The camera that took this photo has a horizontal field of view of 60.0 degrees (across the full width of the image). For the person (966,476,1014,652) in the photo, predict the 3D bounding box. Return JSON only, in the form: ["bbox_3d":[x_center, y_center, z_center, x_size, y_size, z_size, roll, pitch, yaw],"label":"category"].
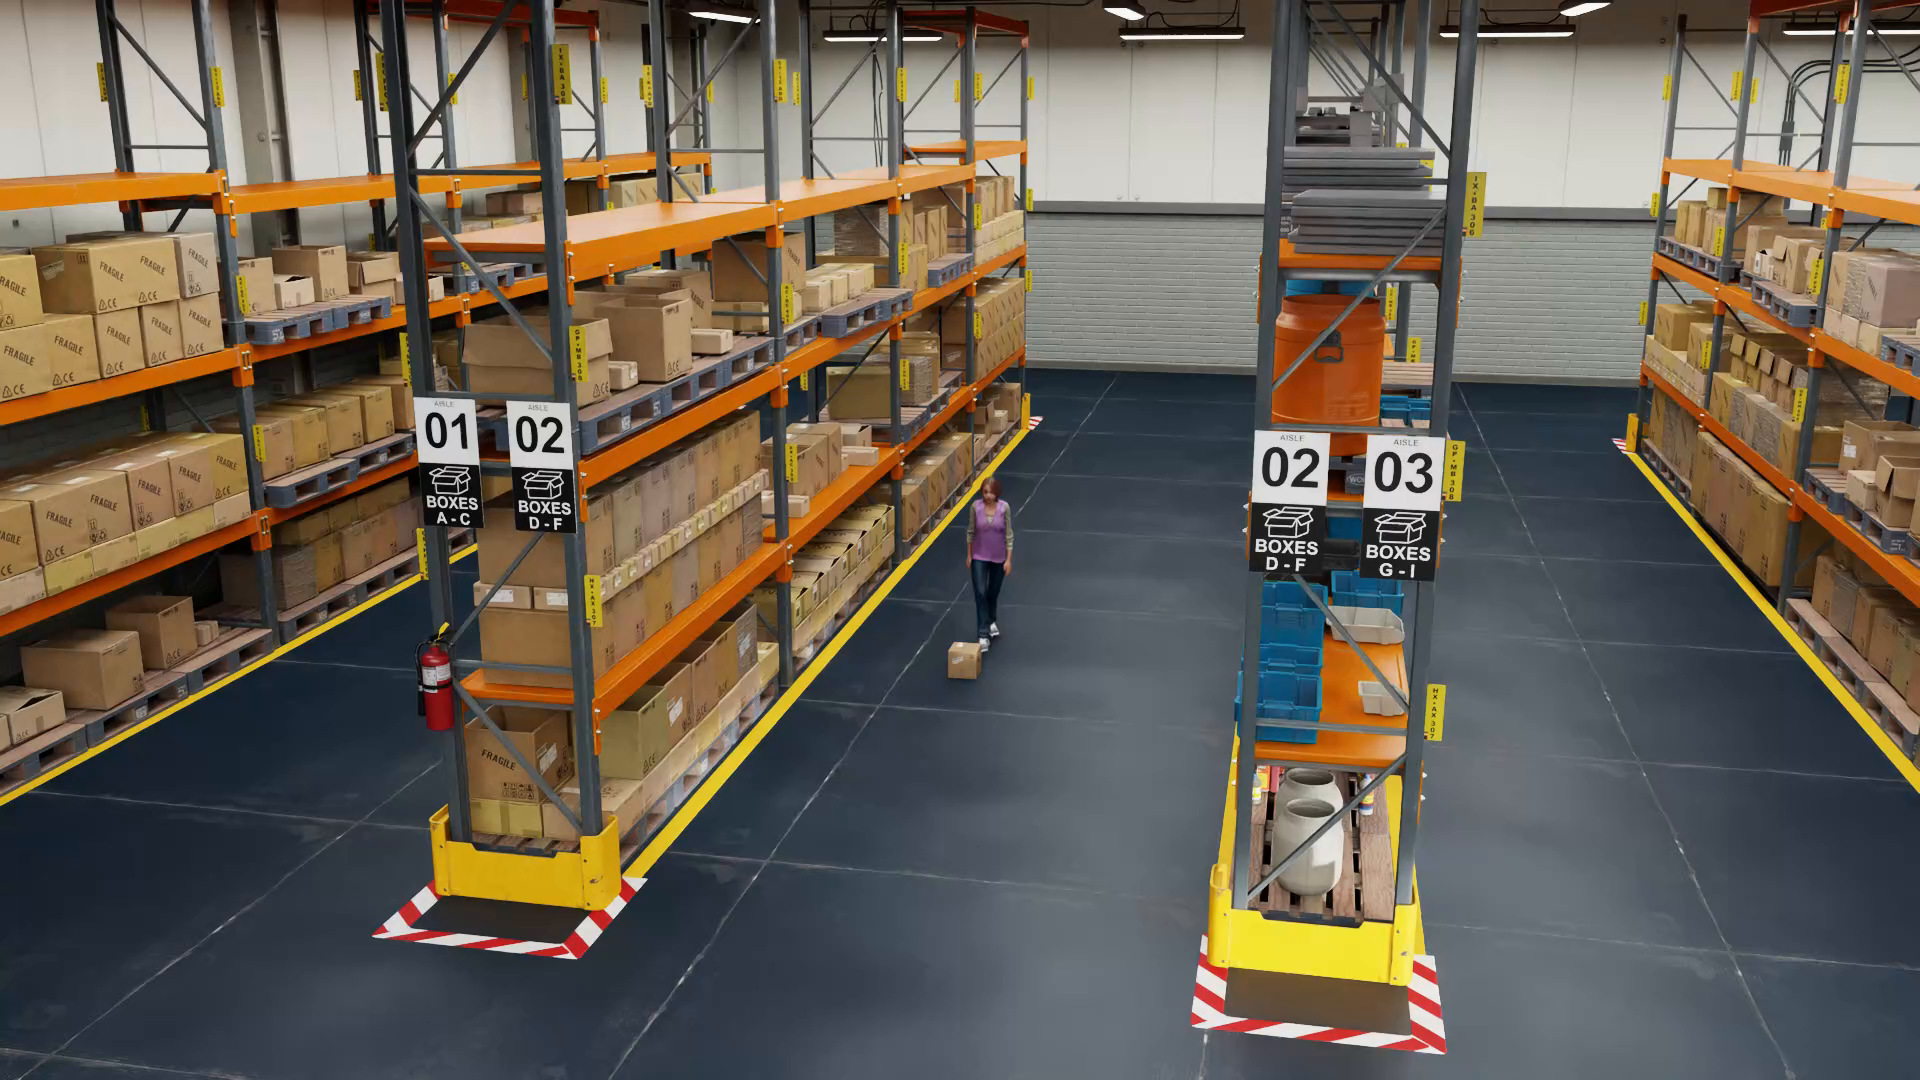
[{"bbox_3d":[0.289,0.190,15.261,0.417,1.567,0.803,-2,15,-8],"label":"person"}]
